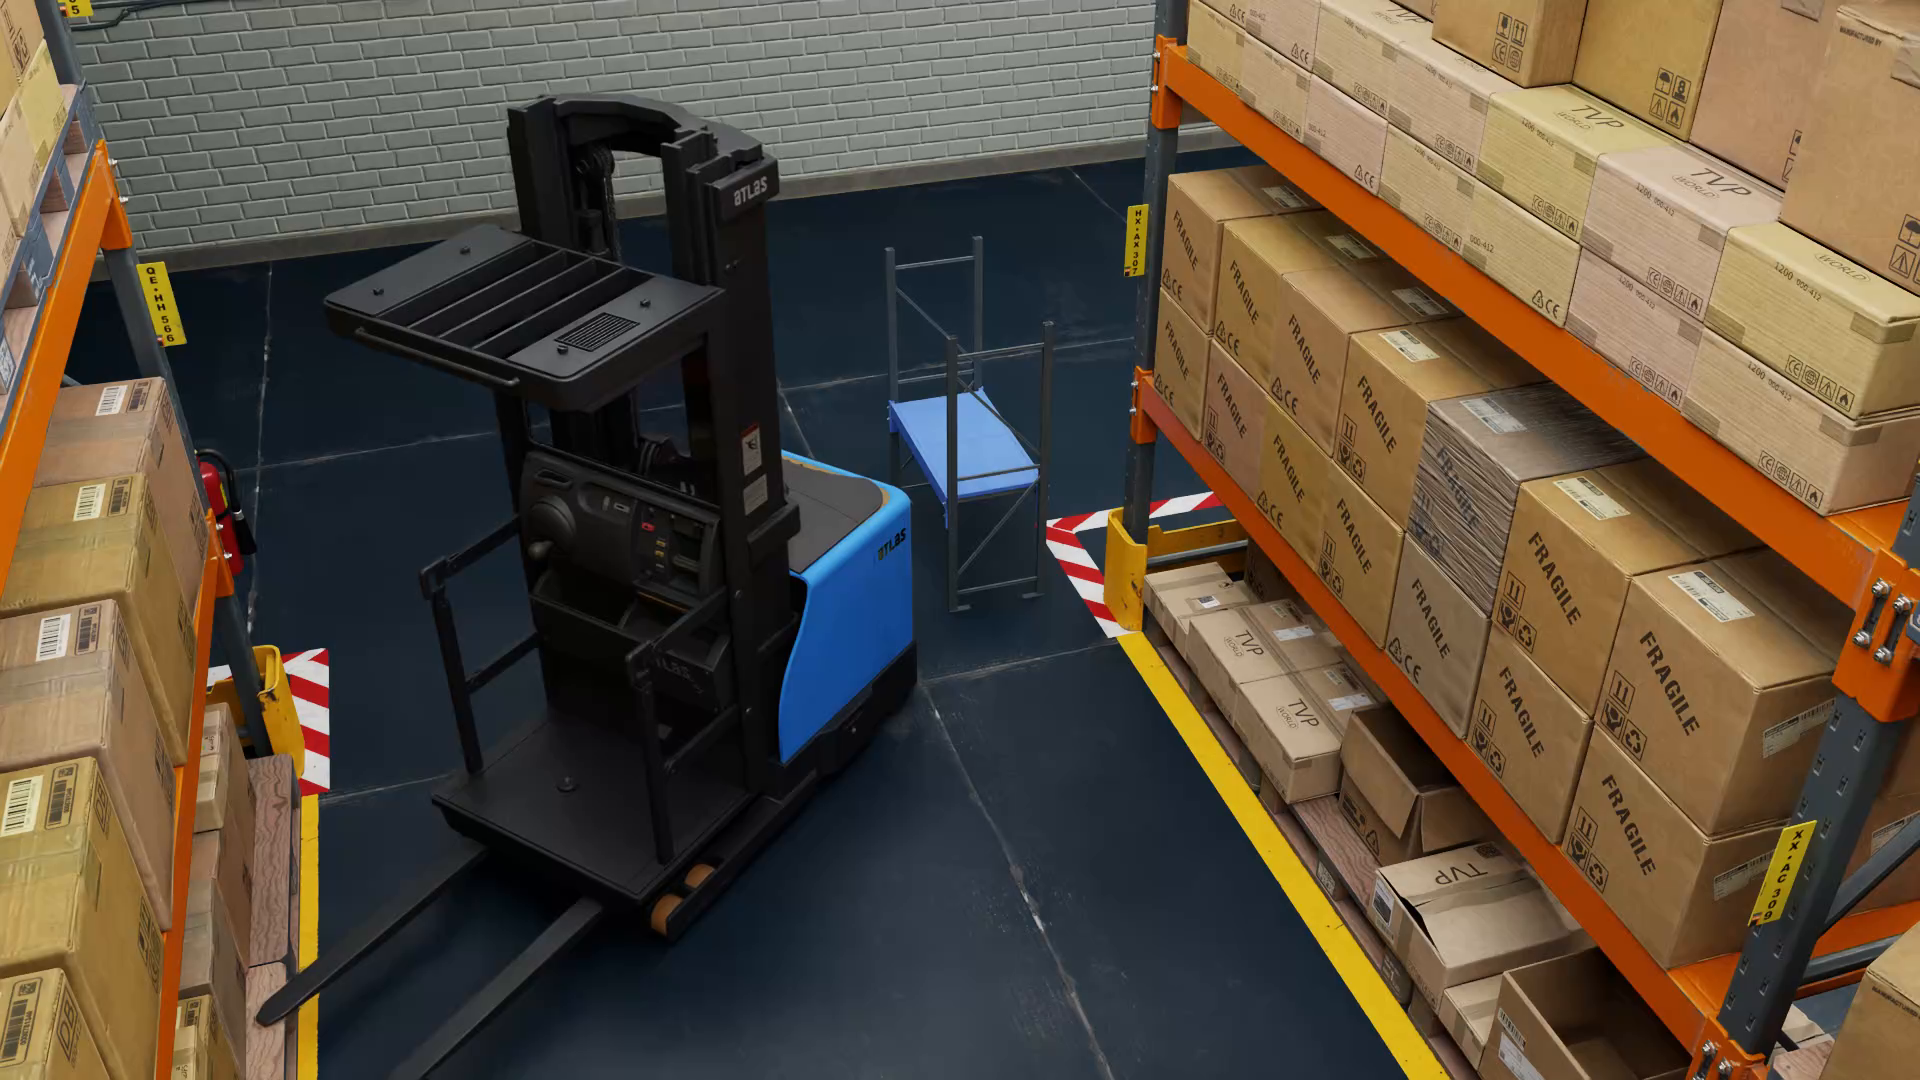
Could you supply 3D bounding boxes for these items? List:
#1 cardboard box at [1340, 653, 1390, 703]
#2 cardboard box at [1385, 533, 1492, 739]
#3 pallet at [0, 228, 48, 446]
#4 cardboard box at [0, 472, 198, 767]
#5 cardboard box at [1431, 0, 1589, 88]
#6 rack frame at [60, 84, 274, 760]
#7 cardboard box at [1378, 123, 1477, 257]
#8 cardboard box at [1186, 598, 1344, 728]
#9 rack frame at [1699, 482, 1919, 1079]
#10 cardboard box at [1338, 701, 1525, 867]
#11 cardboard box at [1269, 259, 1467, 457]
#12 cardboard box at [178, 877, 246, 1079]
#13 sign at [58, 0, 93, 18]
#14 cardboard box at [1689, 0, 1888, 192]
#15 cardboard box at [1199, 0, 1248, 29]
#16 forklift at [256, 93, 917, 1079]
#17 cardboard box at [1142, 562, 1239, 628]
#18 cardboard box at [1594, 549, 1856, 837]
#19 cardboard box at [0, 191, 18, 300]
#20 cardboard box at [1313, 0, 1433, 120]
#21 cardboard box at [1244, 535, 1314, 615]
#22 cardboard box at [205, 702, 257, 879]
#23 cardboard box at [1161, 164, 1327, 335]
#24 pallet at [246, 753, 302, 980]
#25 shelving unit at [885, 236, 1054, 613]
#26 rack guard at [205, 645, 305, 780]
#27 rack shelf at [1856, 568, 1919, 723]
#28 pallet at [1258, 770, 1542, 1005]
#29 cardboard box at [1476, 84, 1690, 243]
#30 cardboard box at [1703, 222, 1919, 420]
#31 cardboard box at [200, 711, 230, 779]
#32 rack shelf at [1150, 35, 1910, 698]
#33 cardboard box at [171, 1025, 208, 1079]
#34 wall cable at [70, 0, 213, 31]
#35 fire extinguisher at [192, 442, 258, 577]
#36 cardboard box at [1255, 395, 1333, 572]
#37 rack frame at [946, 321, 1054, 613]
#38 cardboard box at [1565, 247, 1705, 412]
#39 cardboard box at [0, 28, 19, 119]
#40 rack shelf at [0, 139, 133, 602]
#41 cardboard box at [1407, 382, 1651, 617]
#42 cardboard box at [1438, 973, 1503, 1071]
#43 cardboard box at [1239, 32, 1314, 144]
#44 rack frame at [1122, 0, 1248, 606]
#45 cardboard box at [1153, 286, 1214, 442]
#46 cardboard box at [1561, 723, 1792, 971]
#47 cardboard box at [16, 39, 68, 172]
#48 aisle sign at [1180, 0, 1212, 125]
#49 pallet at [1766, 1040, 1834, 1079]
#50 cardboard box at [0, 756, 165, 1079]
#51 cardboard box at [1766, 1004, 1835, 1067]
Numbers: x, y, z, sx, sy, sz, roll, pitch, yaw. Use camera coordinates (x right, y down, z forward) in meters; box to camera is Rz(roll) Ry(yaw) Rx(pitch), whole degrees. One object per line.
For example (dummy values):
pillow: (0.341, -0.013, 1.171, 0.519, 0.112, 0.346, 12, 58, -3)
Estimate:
cardboard box: (1.945, 0.686, 7.086, 0.500, 0.250, 0.500, -10, 35, -15)
cardboard box: (1.789, 0.274, 5.524, 0.500, 0.500, 0.500, -9, 35, -14)
pallet: (-2.821, -0.376, 3.957, 1.003, 0.211, 1.213, -10, 35, -15)
cardboard box: (-3.036, 0.331, 5.257, 0.980, 0.700, 0.700, -10, 35, -15)
cardboard box: (1.845, -1.669, 4.837, 0.700, 0.500, 0.500, -10, 35, -15)
rack frame: (-3.433, -0.190, 6.317, 1.000, 3.000, 0.127, -10, 35, -15)
cardboard box: (1.651, -1.114, 5.130, 0.500, 0.250, 0.500, -10, 35, -15)
cardboard box: (1.331, 0.534, 7.316, 0.500, 0.250, 0.500, -10, 35, -15)
rack frame: (2.503, 1.075, 4.403, 1.000, 3.000, 0.127, -10, 35, -15)
cardboard box: (1.925, 0.947, 6.461, 0.797, 0.503, 0.637, -10, 35, -15)
cardboard box: (1.482, -0.670, 6.046, 0.500, 0.500, 0.500, -10, 35, -14)
cardboard box: (-2.818, 1.555, 5.563, 0.700, 0.500, 0.500, -11, 35, -16)
sign: (-2.912, -1.862, 5.395, 0.100, 0.325, 0.005, -10, 35, -15)
cardboard box: (2.301, -1.171, 4.083, 0.700, 0.500, 0.500, -10, 35, -15)
cardboard box: (1.192, -2.109, 6.183, 0.500, 0.250, 0.500, -10, 35, -15)
forklift: (-1.393, 0.018, 6.064, 1.130, 2.935, 3.031, 19, 38, 26)
cardboard box: (1.084, 0.258, 7.826, 0.380, 0.149, 0.250, -10, 35, -15)
cardboard box: (2.103, 0.394, 4.436, 0.500, 0.500, 0.500, -10, 35, -14)
cardboard box: (-2.634, -0.711, 4.049, 0.500, 0.250, 0.500, -11, 35, -16)
cardboard box: (1.496, -1.584, 5.389, 0.500, 0.250, 0.500, -10, 35, -15)
cardboard box: (1.684, 0.078, 7.780, 0.500, 0.500, 0.500, -10, 35, -15)
cardboard box: (-3.125, 1.028, 6.360, 0.700, 0.500, 0.500, -10, 35, -15)
cardboard box: (1.167, -1.207, 6.858, 0.500, 0.500, 0.500, -9, 35, -13)
pallet: (-3.115, 1.380, 6.471, 1.003, 0.211, 1.213, -10, 35, -15)
shelving unit: (0.026, -0.581, 8.269, 0.538, 1.500, 1.048, -10, 35, -15)
rack guard: (-3.441, 0.840, 7.026, 1.175, 0.500, 0.348, -10, 35, -15)
rack shelf: (3.113, 1.173, 2.185, 1.077, 0.370, 4.000, -10, 35, -15)
pallet: (1.919, 1.236, 6.689, 1.003, 0.211, 1.213, -10, 35, -15)
cardboard box: (1.797, -1.058, 4.593, 0.500, 0.250, 0.500, -10, 35, -15)
cardboard box: (2.096, -0.532, 3.797, 0.500, 0.250, 0.500, -10, 35, -15)
cardboard box: (-2.912, 0.794, 6.126, 0.380, 0.149, 0.250, -10, 35, -15)
rack shelf: (1.893, -0.927, 5.363, 1.077, 0.370, 4.000, -10, 35, -15)
cardboard box: (-2.434, 1.612, 4.887, 0.380, 0.149, 0.250, -11, 35, -16)
wall cable: (-4.818, -4.428, 10.104, 3.097, 2.526, 0.112, -10, 35, -15)
fire extinguisher: (-3.040, -0.159, 6.679, 0.296, 0.674, 0.183, -10, 35, -15)
cardboard box: (1.480, -0.256, 6.326, 0.500, 0.500, 0.500, -10, 35, -15)
rack frame: (0.181, -0.314, 7.865, 0.500, 1.500, 0.032, -10, 35, -15)
cardboard box: (1.959, -0.589, 4.336, 0.500, 0.250, 0.500, -10, 35, -15)
cardboard box: (-2.808, -1.306, 4.269, 0.500, 0.500, 0.500, -9, 35, -13)
rack shelf: (-2.823, -0.092, 4.100, 1.077, 0.370, 4.000, -10, 35, -15)
cardboard box: (1.790, -0.139, 5.242, 0.500, 0.500, 0.500, -10, 35, -14)
cardboard box: (1.888, 1.642, 5.731, 0.380, 0.149, 0.250, -10, 35, -15)
cardboard box: (1.338, -1.637, 5.922, 0.500, 0.250, 0.500, -10, 35, -15)
rack frame: (1.283, -1.025, 7.581, 1.000, 3.000, 0.127, -10, 35, -15)
cardboard box: (1.167, -0.790, 7.134, 0.500, 0.500, 0.500, -9, 35, -14)
cardboard box: (2.106, 0.814, 4.707, 0.500, 0.500, 0.500, -9, 35, -14)
cardboard box: (-2.957, -1.256, 4.874, 0.500, 0.250, 0.500, -9, 35, -13)
aisle sign: (0.983, -2.097, 6.844, 0.394, 0.787, 0.004, -10, 35, -15)
pallet: (2.643, 1.593, 3.793, 1.003, 0.211, 1.213, -10, 35, -15)
cardboard box: (-2.581, 1.113, 4.073, 0.980, 0.700, 0.700, -11, 35, -16)
cardboard box: (2.581, 1.756, 5.411, 0.500, 0.311, 0.500, -10, 35, -15)
